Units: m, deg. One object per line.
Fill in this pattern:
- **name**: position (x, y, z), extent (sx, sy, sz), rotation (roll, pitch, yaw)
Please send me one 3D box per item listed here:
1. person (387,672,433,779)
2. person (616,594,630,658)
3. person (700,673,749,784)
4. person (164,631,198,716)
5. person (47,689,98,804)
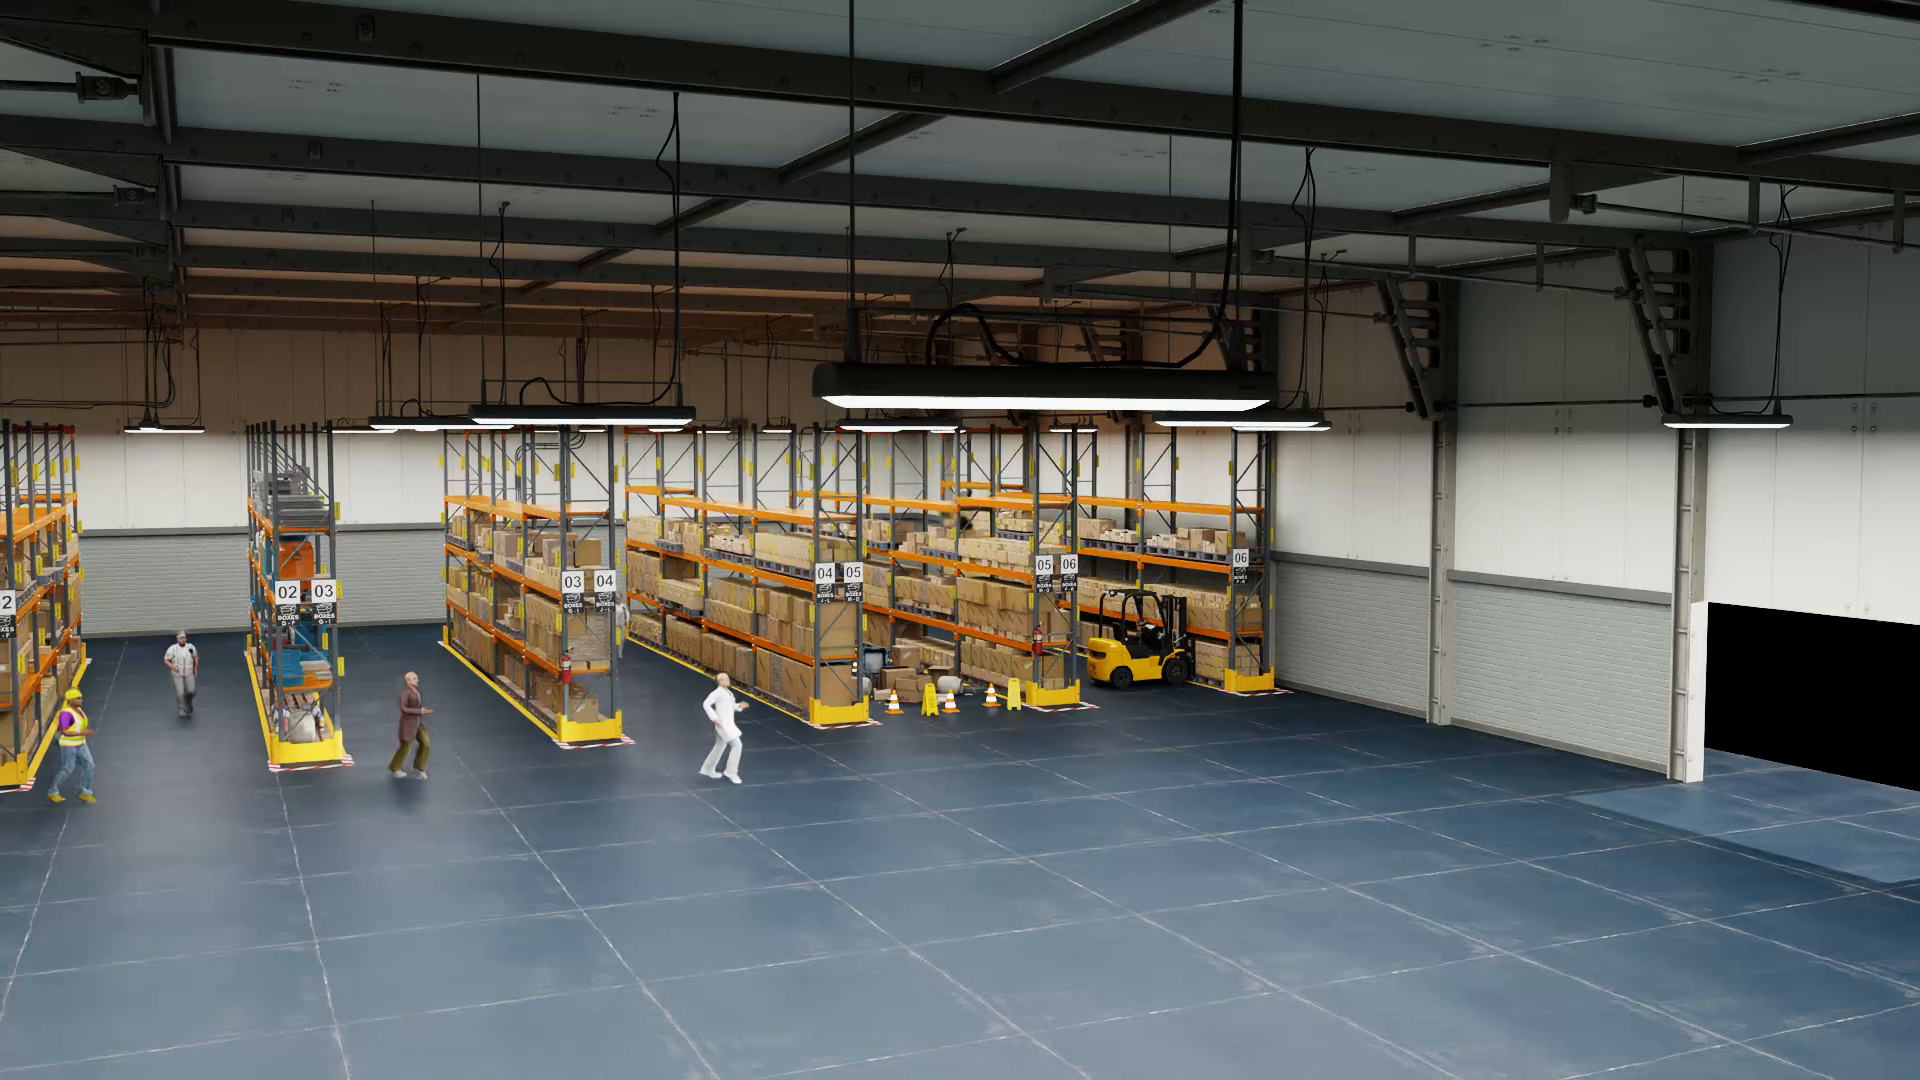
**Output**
- **person**: position (-9.141, 3.124, 27.704), extent (0.824, 1.863, 0.735), rotation (1, 4, 9)
- **person**: position (-8.843, 2.209, 43.129), extent (0.633, 1.662, 0.758), rotation (-2, 4, -24)
- **person**: position (-3.891, 3.141, 27.489), extent (0.807, 1.806, 0.669), rotation (0, 4, -1)
- **person**: position (-15.880, 2.722, 33.974), extent (0.675, 1.742, 0.592), rotation (-3, 4, -36)
- **person**: position (-13.769, 3.232, 25.825), extent (0.774, 1.838, 0.717), rotation (0, 4, 1)
